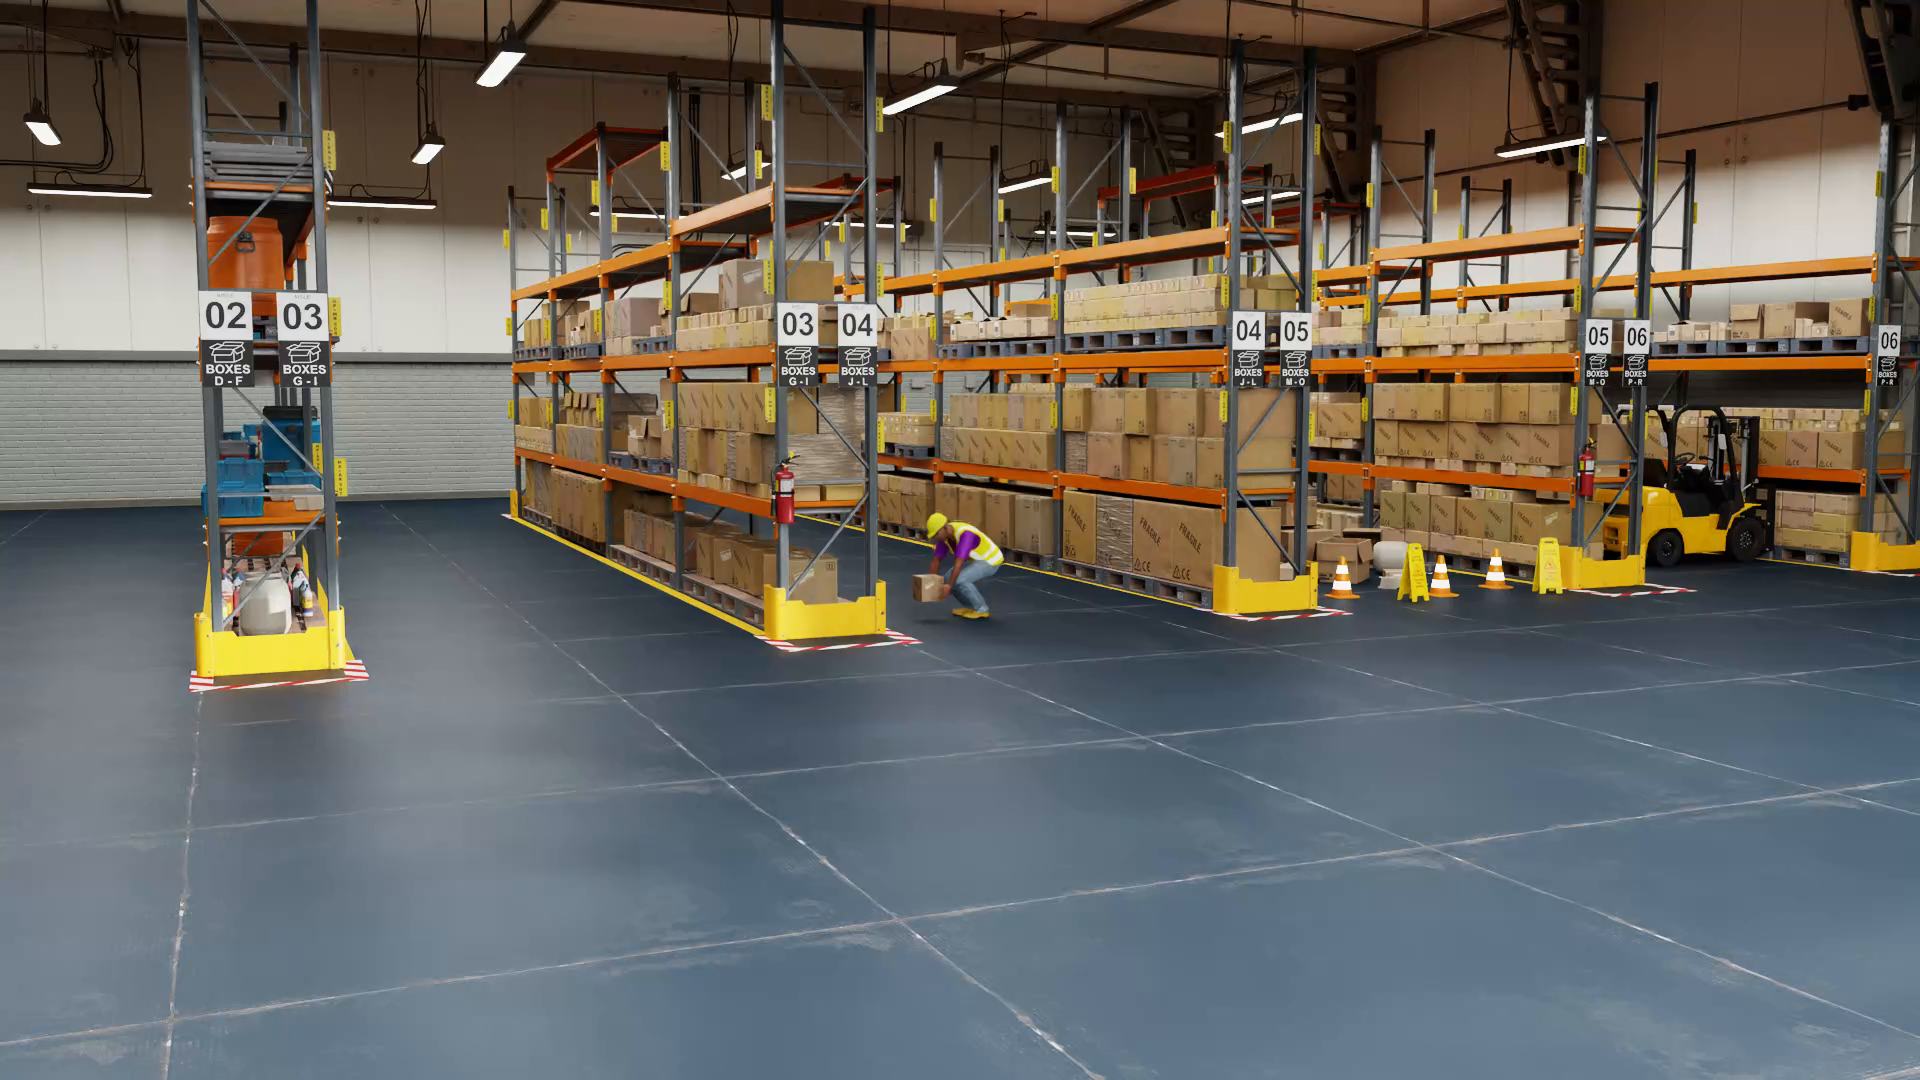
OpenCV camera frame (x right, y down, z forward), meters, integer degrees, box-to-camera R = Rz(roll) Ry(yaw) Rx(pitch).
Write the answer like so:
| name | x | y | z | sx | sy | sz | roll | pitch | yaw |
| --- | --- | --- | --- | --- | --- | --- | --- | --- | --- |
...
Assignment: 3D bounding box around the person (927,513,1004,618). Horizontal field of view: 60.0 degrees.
| name | x | y | z | sx | sy | sz | roll | pitch | yaw |
| --- | --- | --- | --- | --- | --- | --- | --- | --- | --- |
| person | 0.043 | 0.261 | 17.382 | 0.860 | 1.111 | 0.603 | -2 | 6 | -24 |
